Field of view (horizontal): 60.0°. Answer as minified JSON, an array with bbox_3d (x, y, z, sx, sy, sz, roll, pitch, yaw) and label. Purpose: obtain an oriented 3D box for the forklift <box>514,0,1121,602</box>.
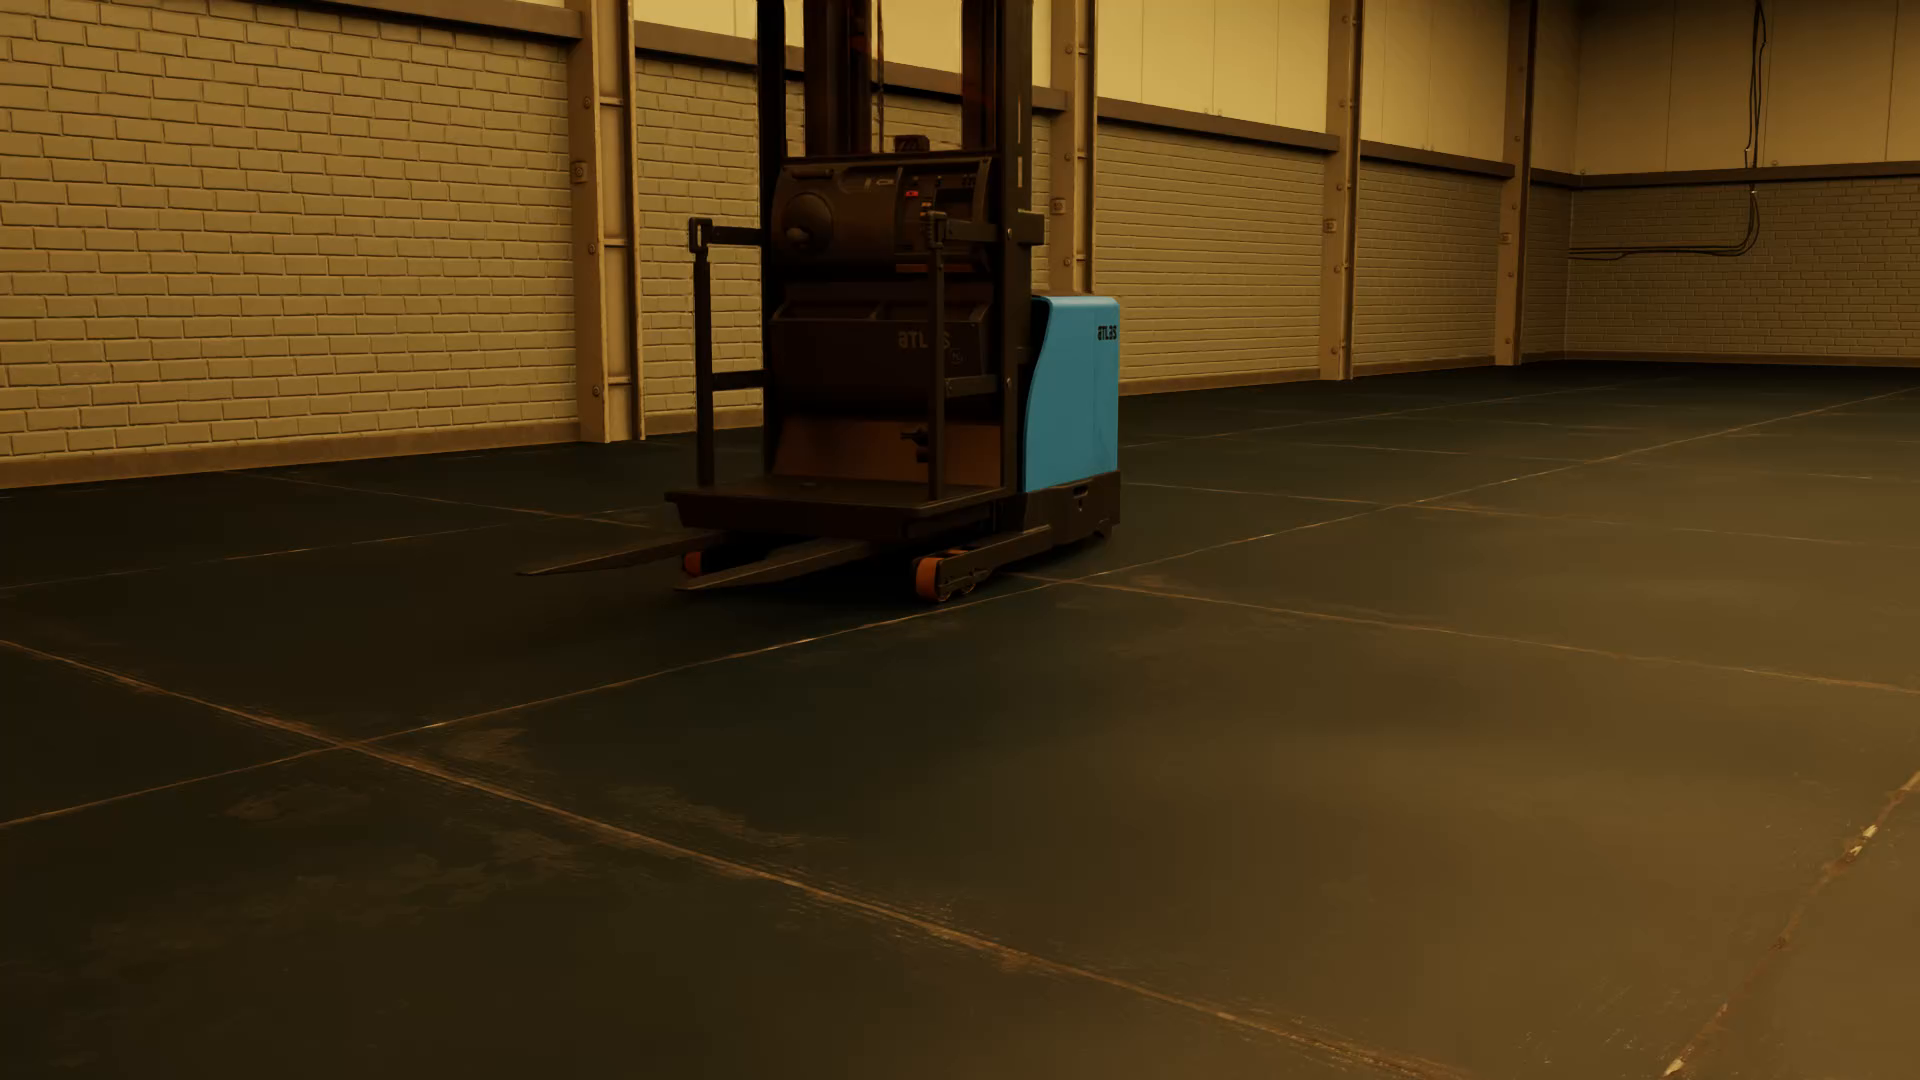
[{"bbox_3d":[-0.404,-1.301,6.175,1.130,2.935,3.031,4,9,27],"label":"forklift"}]
